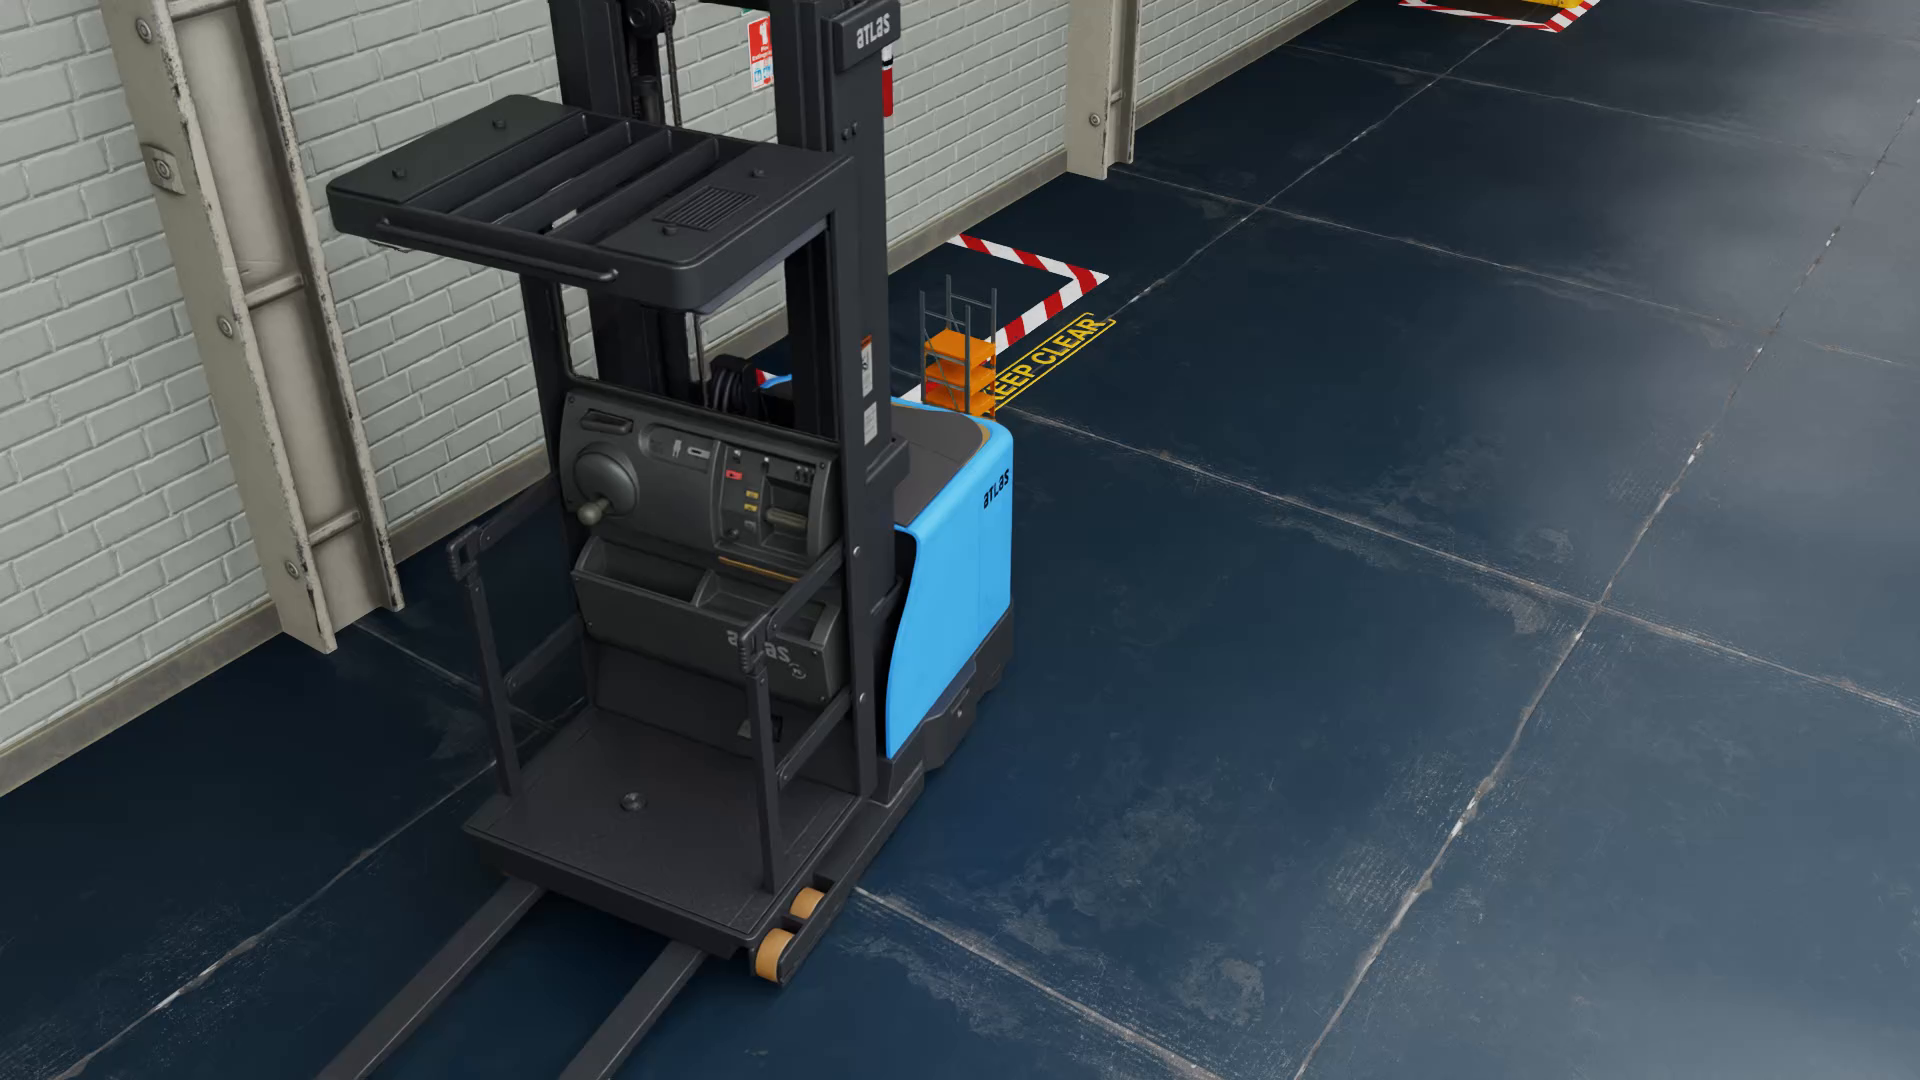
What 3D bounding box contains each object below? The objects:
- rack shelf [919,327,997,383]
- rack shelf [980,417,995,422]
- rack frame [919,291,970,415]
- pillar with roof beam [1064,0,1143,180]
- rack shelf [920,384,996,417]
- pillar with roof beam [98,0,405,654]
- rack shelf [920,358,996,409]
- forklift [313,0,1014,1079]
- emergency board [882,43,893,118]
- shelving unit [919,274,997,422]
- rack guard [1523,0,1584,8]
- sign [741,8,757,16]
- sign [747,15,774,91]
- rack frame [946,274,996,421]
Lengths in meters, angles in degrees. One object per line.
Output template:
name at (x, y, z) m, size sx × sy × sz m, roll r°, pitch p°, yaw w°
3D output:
rack shelf at (-0.008, -0.752, 6.727) m, size 0.258 × 0.103 × 0.180 m, roll 21°, pitch 39°, yaw 28°
rack shelf at (-0.008, -0.454, 6.929) m, size 0.258 × 0.103 × 0.180 m, roll 21°, pitch 39°, yaw 28°
rack frame at (-0.060, -0.448, 6.842) m, size 0.240 × 1.200 × 0.006 m, roll 21°, pitch 39°, yaw 28°
pillar with roof beam at (4.438, -4.801, 6.316) m, size 9.100 × 9.000 × 0.400 m, roll 21°, pitch 39°, yaw 28°
rack shelf at (-0.008, -0.553, 6.862) m, size 0.258 × 0.103 × 0.180 m, roll 21°, pitch 39°, yaw 28°
pillar with roof beam at (1.017, -2.039, 2.233) m, size 9.100 × 9.000 × 0.400 m, roll 21°, pitch 39°, yaw 28°
rack shelf at (-0.008, -0.652, 6.794) m, size 0.258 × 0.103 × 0.180 m, roll 21°, pitch 39°, yaw 28°
forklift at (-0.891, -0.114, 4.801) m, size 1.130 × 2.935 × 3.031 m, roll 15°, pitch 37°, yaw 21°
emergency board at (-0.539, -2.565, 8.366) m, size 0.194 × 1.169 × 0.643 m, roll 21°, pitch 39°, yaw 28°
shelving unit at (-0.008, -0.490, 6.904) m, size 0.258 × 1.200 × 0.189 m, roll 21°, pitch 39°, yaw 28°
rack guard at (4.677, -4.853, 13.980) m, size 1.175 × 0.500 × 0.348 m, roll 21°, pitch 39°, yaw 28°
sign at (-0.929, -2.577, 7.879) m, size 0.001 × 0.109 × 0.331 m, roll 21°, pitch 39°, yaw 28°
sign at (-0.939, -2.359, 8.028) m, size 0.001 × 0.329 × 0.234 m, roll 21°, pitch 39°, yaw 28°
rack frame at (0.044, -0.532, 6.966) m, size 0.240 × 1.200 × 0.006 m, roll 21°, pitch 39°, yaw 28°
